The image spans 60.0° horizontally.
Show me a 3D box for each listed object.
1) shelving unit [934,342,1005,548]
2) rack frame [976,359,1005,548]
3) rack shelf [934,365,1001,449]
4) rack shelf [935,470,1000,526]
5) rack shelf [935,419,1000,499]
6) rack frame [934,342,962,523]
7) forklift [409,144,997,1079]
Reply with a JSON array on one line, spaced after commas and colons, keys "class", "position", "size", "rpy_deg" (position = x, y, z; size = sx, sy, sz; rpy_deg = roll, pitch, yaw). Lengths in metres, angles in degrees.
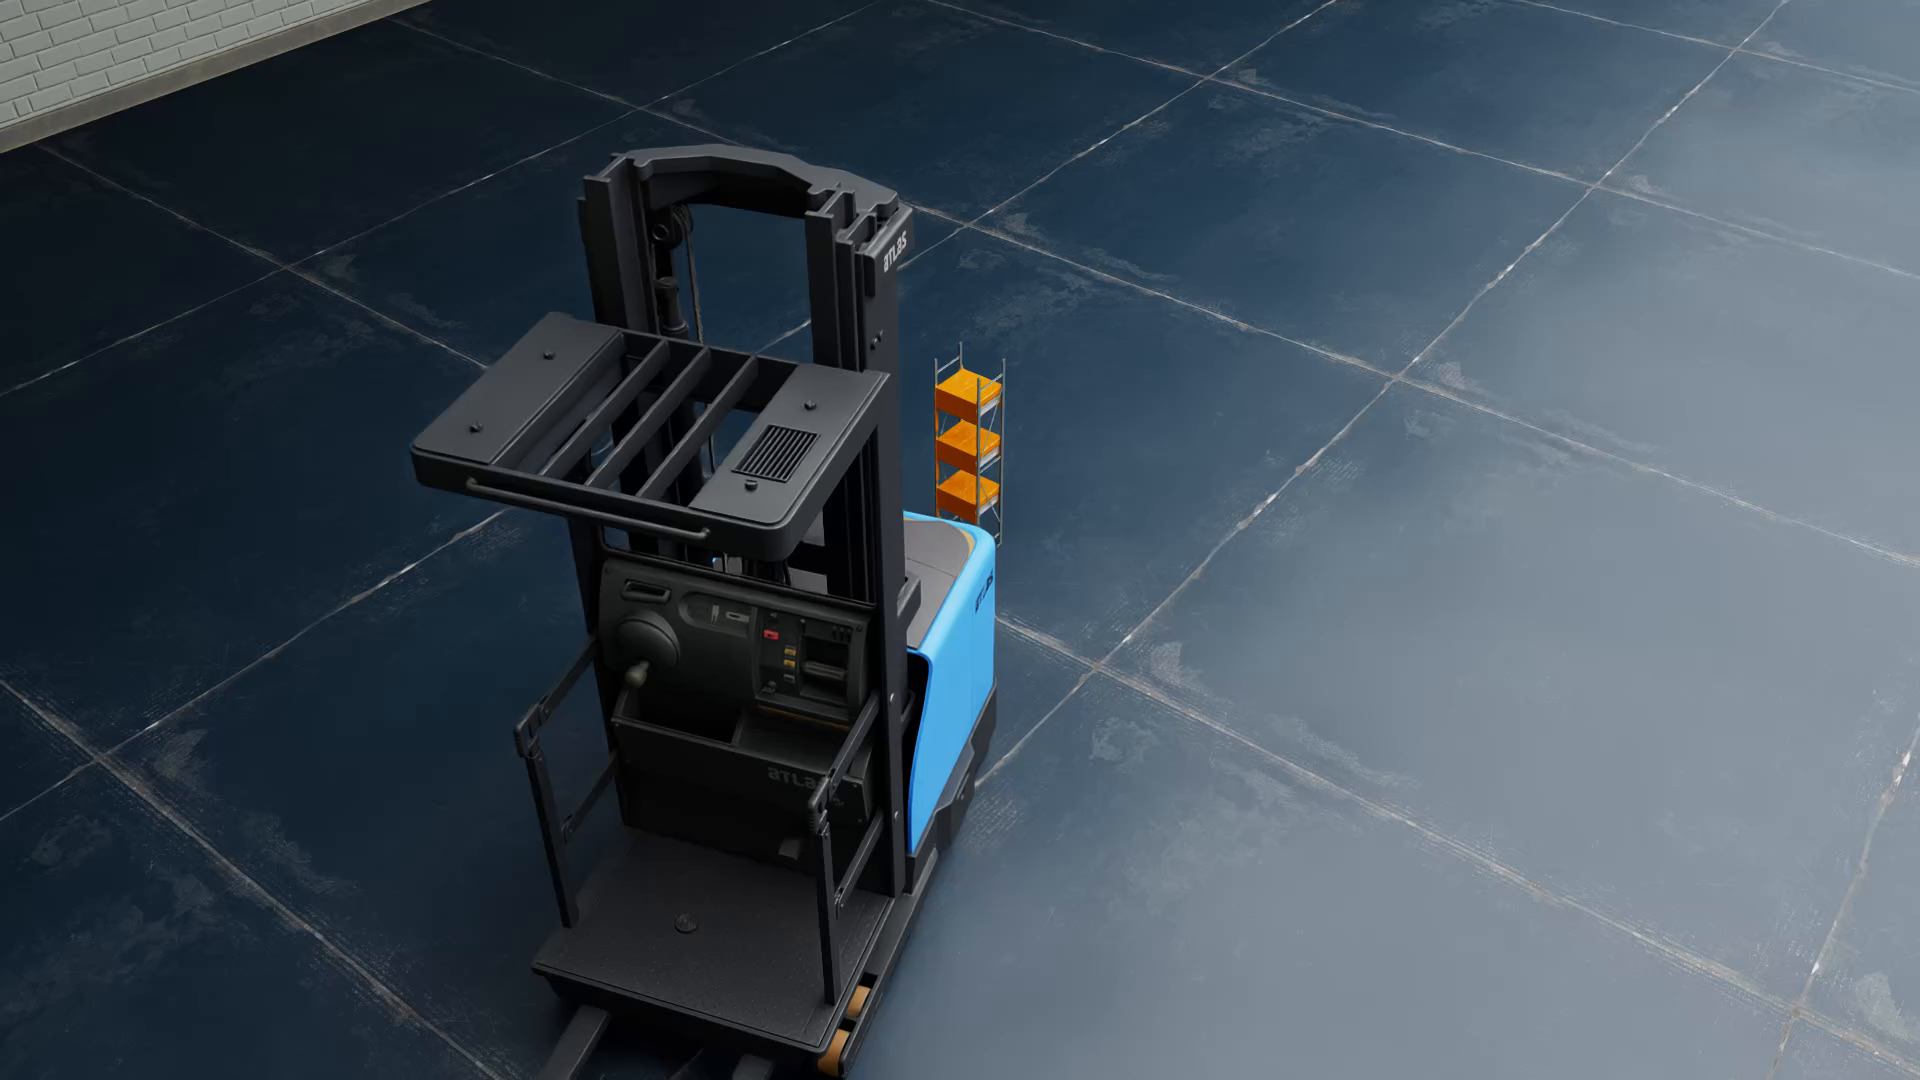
[{"class": "shelving unit", "position": [0.042, -0.393, 7.762], "size": [0.252, 1.050, 0.215], "rpy_deg": [25, 45, 29]}, {"class": "rack frame", "position": [0.139, -0.348, 7.703], "size": [0.008, 1.050, 0.200], "rpy_deg": [25, 45, 29]}, {"class": "rack shelf", "position": [0.042, -0.608, 7.593], "size": [0.240, 0.259, 0.215], "rpy_deg": [25, 45, 29]}, {"class": "rack shelf", "position": [0.042, -0.166, 7.939], "size": [0.240, 0.259, 0.215], "rpy_deg": [25, 45, 29]}, {"class": "rack shelf", "position": [0.042, -0.385, 7.768], "size": [0.240, 0.259, 0.215], "rpy_deg": [25, 45, 29]}, {"class": "rack frame", "position": [-0.054, -0.439, 7.820], "size": [0.008, 1.050, 0.200], "rpy_deg": [25, 45, 29]}, {"class": "forklift", "position": [-0.807, 0.411, 5.208], "size": [1.130, 2.935, 3.031], "rpy_deg": [12, 40, 15]}]
